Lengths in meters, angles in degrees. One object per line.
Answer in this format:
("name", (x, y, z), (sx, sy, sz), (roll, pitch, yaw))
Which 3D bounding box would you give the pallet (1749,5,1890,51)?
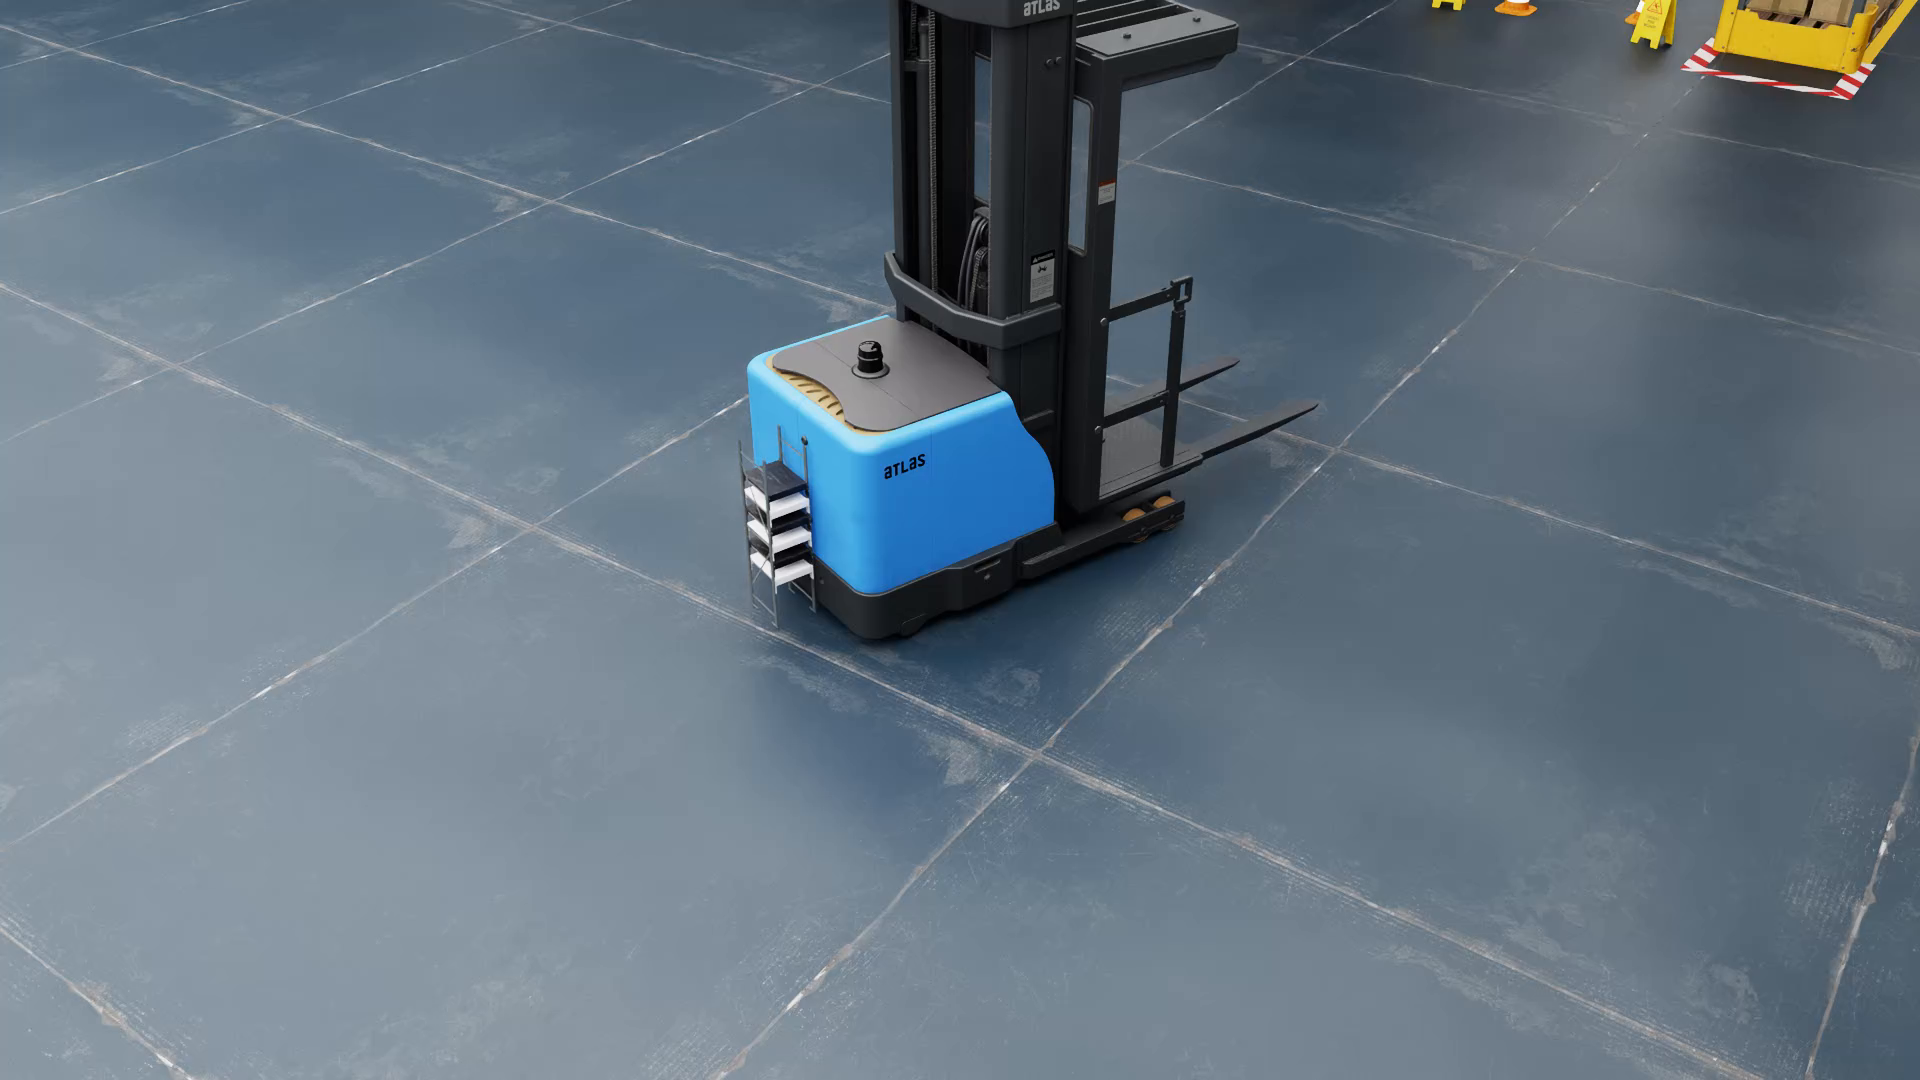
("pallet", (7.671, -4.651, 14.939), (1.003, 0.211, 1.213), (21, 39, 28))

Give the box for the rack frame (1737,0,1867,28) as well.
("rack frame", (7.136, -5.408, 13.570), (1.000, 3.000, 0.127), (21, 39, 28))

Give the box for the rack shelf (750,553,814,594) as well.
("rack shelf", (-0.824, 0.124, 7.644), (0.200, 0.077, 0.258), (-22, 40, -29))

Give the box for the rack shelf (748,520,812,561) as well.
("rack shelf", (-0.824, -0.025, 7.544), (0.200, 0.077, 0.258), (-22, 40, -29))

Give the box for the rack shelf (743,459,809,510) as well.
("rack shelf", (-0.824, -0.249, 7.392), (0.200, 0.077, 0.258), (-22, 40, -29))

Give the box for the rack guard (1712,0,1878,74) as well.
("rack guard", (7.179, -4.408, 14.322), (1.175, 0.500, 0.348), (21, 39, 28))

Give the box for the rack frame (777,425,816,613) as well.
("rack frame", (-0.742, -0.086, 7.574), (0.006, 0.900, 0.240), (-22, 40, -29))

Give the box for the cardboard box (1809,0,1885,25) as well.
("cardboard box", (7.823, -4.726, 14.641), (0.500, 0.250, 0.500), (21, 39, 28))

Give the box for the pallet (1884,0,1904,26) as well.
("pallet", (8.367, -5.210, 15.766), (1.003, 0.211, 1.213), (21, 39, 28))

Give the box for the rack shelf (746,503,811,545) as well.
("rack shelf", (-0.824, -0.100, 7.493), (0.200, 0.077, 0.258), (-22, 40, -29))

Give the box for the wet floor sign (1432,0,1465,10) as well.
("wet floor sign", (4.622, -5.322, 15.544), (0.267, 0.644, 0.232), (14, 37, 20))

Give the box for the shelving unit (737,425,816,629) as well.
("shelving unit", (-0.824, -0.053, 7.525), (0.210, 0.900, 0.258), (-22, 40, -29))

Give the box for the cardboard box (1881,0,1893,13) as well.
("cardboard box", (8.120, -4.959, 14.985), (0.500, 0.250, 0.500), (23, 40, 30))

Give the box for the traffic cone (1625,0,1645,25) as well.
("traffic cone", (6.321, -4.968, 15.183), (0.336, 0.463, 0.334), (21, 39, 28))

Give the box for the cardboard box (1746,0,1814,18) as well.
("cardboard box", (7.389, -4.912, 14.916), (0.500, 0.250, 0.500), (21, 39, 28))

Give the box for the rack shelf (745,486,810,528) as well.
("rack shelf", (-0.824, -0.174, 7.443), (0.200, 0.077, 0.258), (-22, 40, -29))

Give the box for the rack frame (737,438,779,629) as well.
("rack frame", (-0.907, -0.020, 7.476), (0.006, 0.900, 0.240), (-22, 40, -29))

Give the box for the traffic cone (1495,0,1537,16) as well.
("traffic cone", (5.215, -5.166, 15.476), (0.336, 0.463, 0.334), (21, 39, 28))

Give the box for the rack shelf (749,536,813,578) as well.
("rack shelf", (-0.824, 0.049, 7.594), (0.200, 0.077, 0.258), (-22, 40, -29))

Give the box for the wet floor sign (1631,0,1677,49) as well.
("wet floor sign", (6.148, -4.688, 14.606), (0.232, 0.644, 0.267), (-22, 40, -29))

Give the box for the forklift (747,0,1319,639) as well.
("forklift", (0.508, -1.419, 7.733), (3.031, 2.935, 1.130), (-22, 40, -29))
